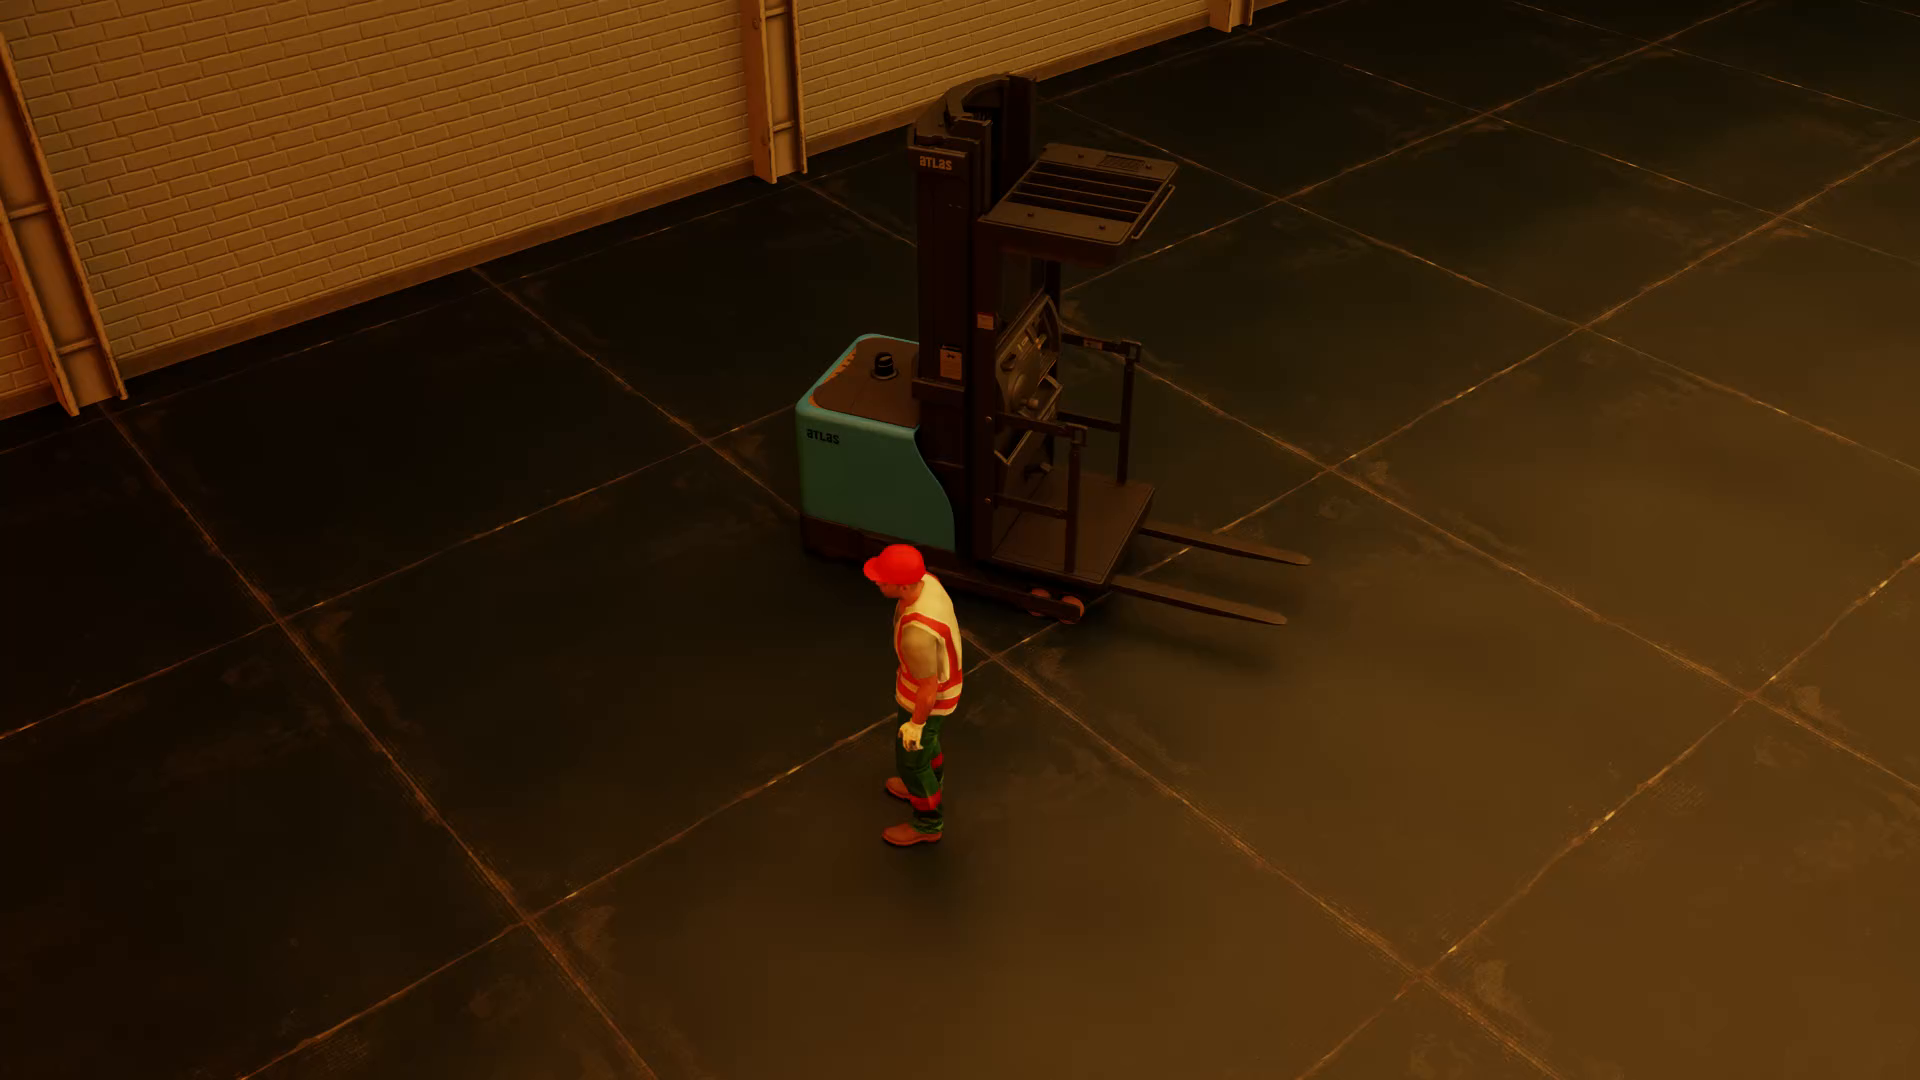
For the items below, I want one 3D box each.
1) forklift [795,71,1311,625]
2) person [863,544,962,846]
[{"bbox_3d":[0.577,-1.041,9.442,3.031,2.935,1.130,14,38,18],"label":"forklift"},{"bbox_3d":[-0.213,0.731,8.007,0.451,1.777,0.610,0,36,0],"label":"person"}]
